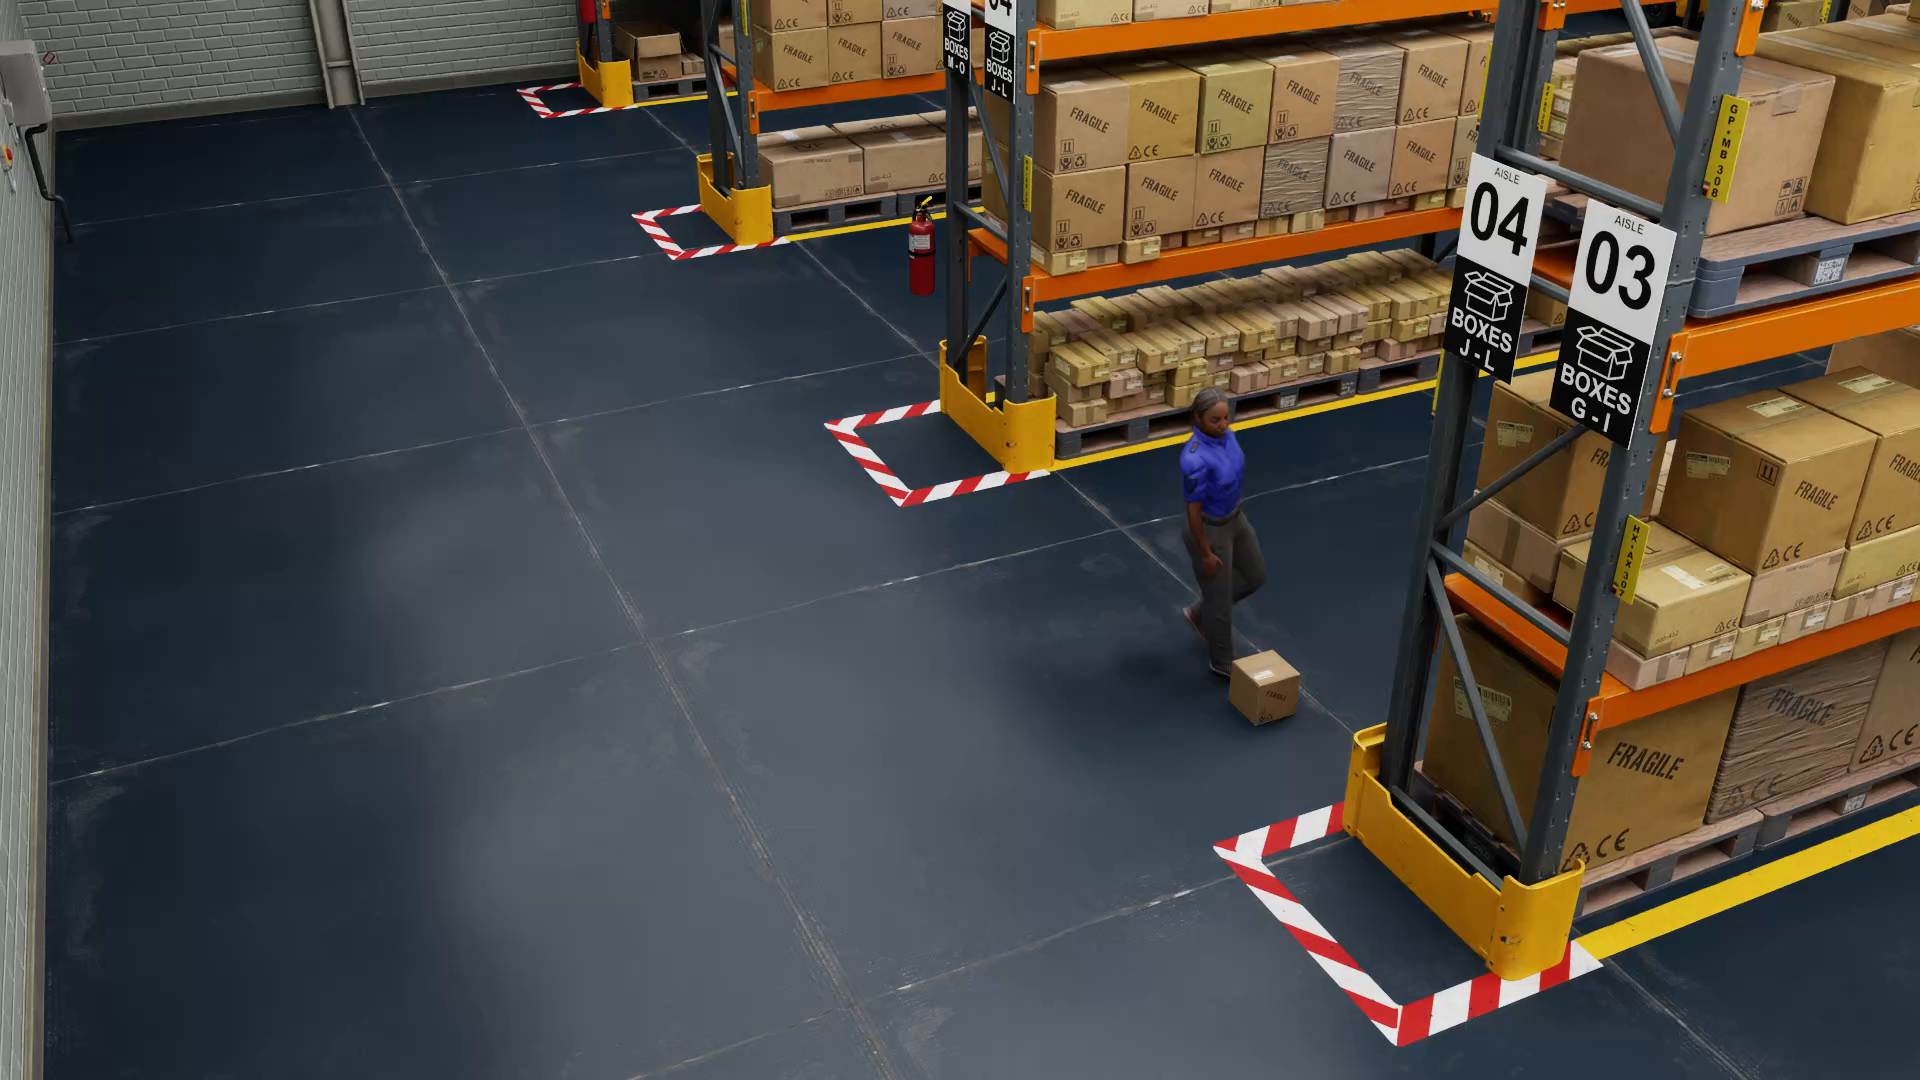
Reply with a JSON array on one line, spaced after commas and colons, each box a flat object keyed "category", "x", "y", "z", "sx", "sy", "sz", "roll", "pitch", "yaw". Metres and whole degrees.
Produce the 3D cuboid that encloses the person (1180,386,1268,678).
[{"category": "person", "x": 1.361, "y": -0.018, "z": 8.473, "sx": 0.517, "sy": 1.655, "sz": 0.504, "roll": 18, "pitch": 34, "yaw": 28}]
